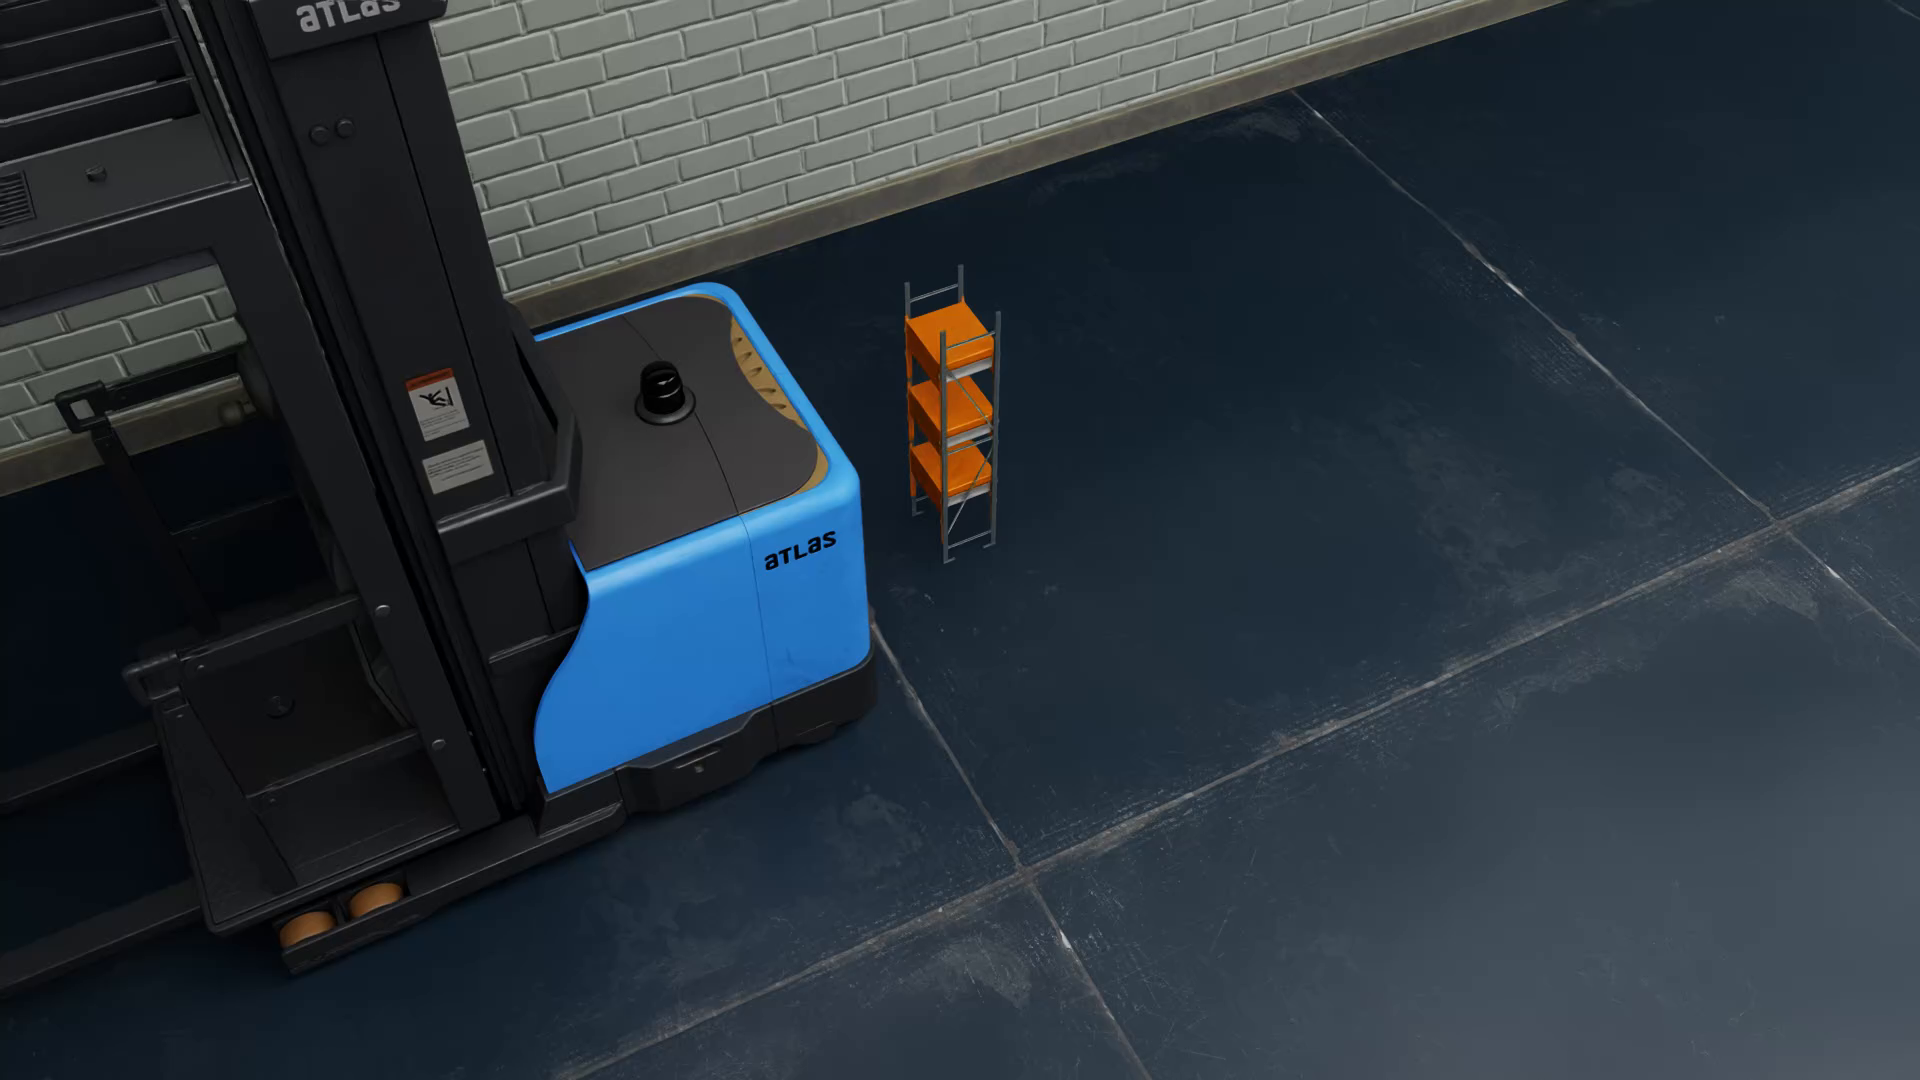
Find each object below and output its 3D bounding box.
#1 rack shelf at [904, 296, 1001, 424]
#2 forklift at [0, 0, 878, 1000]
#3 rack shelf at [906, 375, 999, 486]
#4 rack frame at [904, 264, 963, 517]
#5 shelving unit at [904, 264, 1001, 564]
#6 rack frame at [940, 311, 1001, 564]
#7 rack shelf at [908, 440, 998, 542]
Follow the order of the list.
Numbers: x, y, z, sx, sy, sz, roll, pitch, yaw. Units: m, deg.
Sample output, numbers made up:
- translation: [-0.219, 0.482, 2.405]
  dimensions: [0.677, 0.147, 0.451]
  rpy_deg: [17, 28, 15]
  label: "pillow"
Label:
- translation: [-0.024, -0.561, 5.181]
  dimensions: [0.215, 0.259, 0.240]
  rpy_deg: [-21, 52, -18]
  label: "rack shelf"
- translation: [-1.805, -0.221, 3.996]
  dimensions: [3.031, 2.935, 1.130]
  rpy_deg: [-22, 52, -18]
  label: "forklift"
- translation: [-0.024, -0.374, 5.394]
  dimensions: [0.215, 0.259, 0.240]
  rpy_deg: [-21, 52, -18]
  label: "rack shelf"
- translation: [-0.080, -0.463, 5.458]
  dimensions: [0.200, 1.050, 0.008]
  rpy_deg: [-21, 52, -18]
  label: "rack frame"
- translation: [-0.024, -0.381, 5.386]
  dimensions: [0.215, 1.050, 0.252]
  rpy_deg: [-21, 52, -18]
  label: "shelving unit"
- translation: [0.031, -0.300, 5.315]
  dimensions: [0.200, 1.050, 0.008]
  rpy_deg: [-21, 52, -18]
  label: "rack frame"
- translation: [-0.024, -0.191, 5.603]
  dimensions: [0.215, 0.259, 0.240]
  rpy_deg: [-21, 52, -18]
  label: "rack shelf"
